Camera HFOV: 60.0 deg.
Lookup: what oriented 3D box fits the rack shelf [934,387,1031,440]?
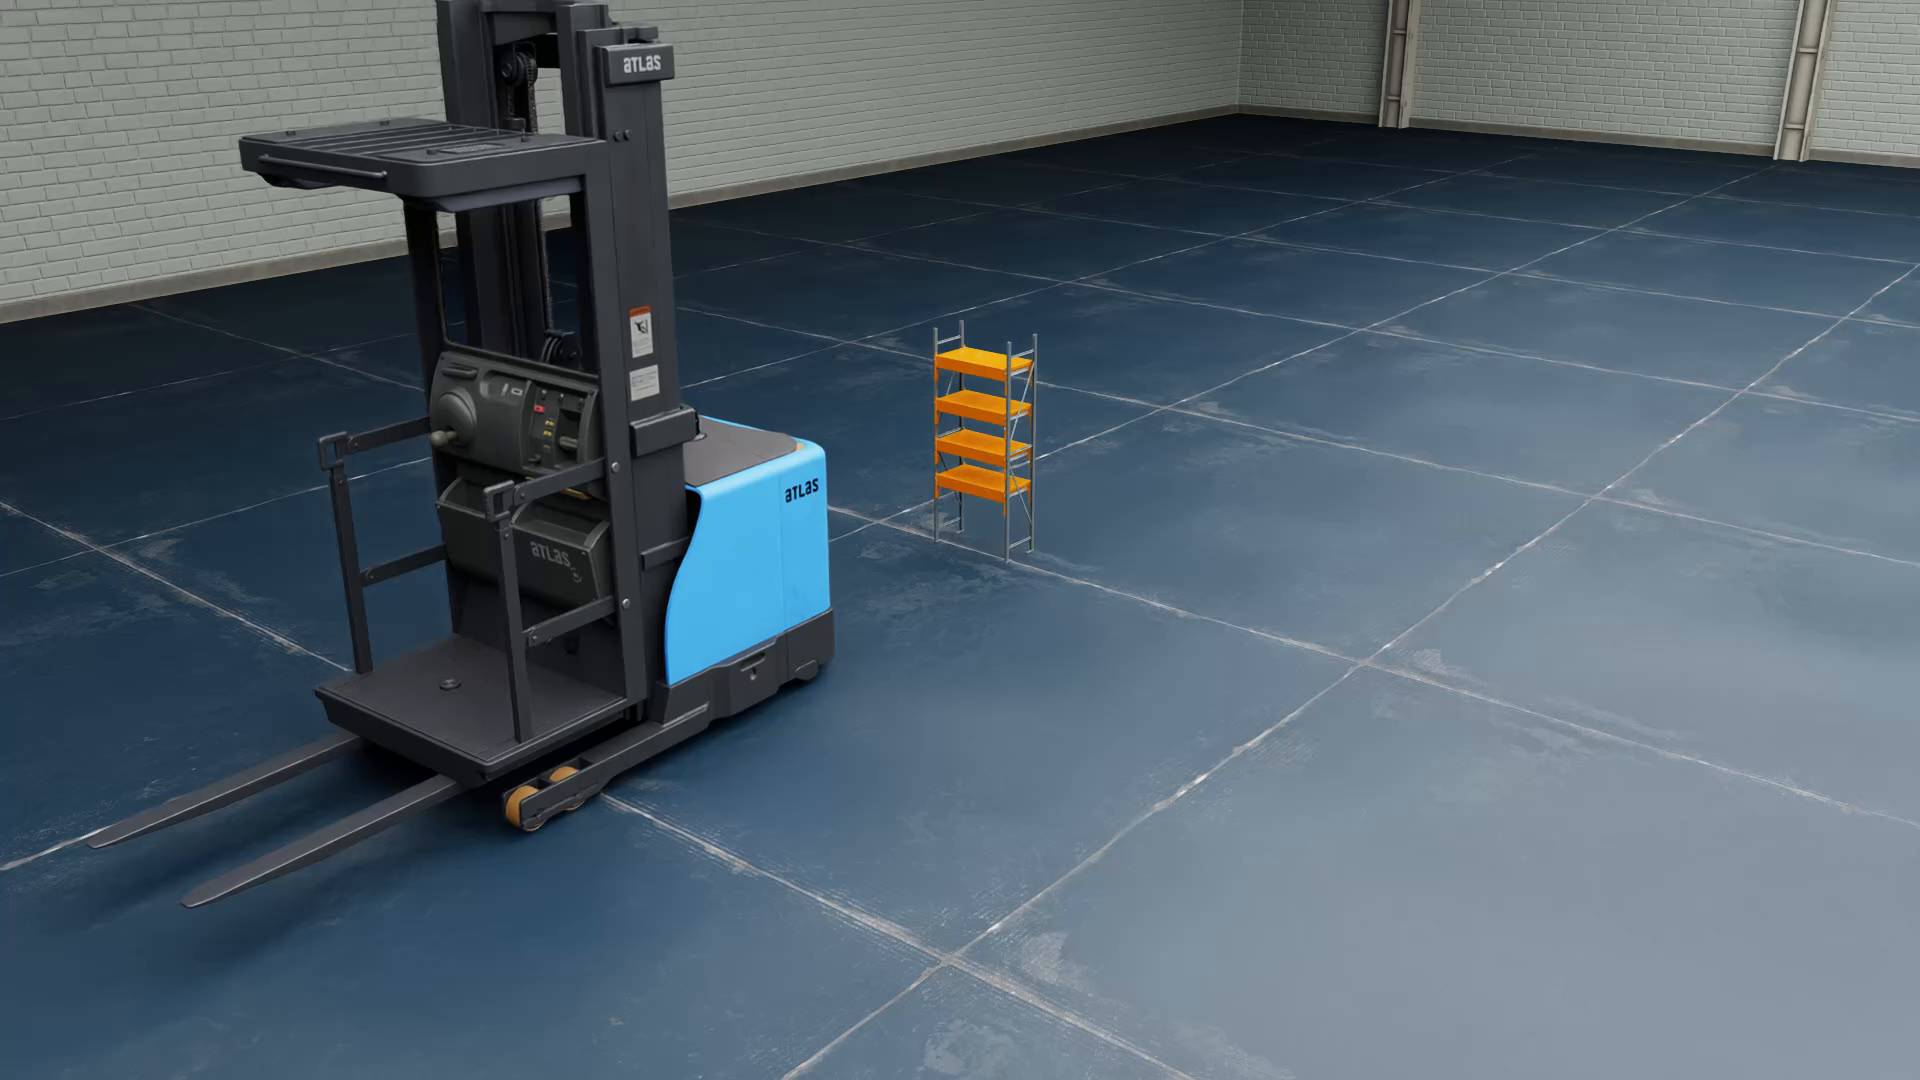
[{"bbox_3d":[0.128,-0.671,8.803,0.480,0.148,0.258,16,26,36],"label":"rack shelf"}]

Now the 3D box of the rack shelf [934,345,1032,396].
[{"bbox_3d":[0.128,-0.892,8.720,0.480,0.148,0.258,16,26,36],"label":"rack shelf"}]

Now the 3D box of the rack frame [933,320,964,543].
[{"bbox_3d":[-0.061,-0.579,9.003,0.015,1.200,0.240,16,26,36],"label":"rack frame"}]

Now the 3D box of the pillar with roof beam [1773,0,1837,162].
[{"bbox_3d":[8.939,-8.379,18.634,0.400,9.000,9.100,16,26,36],"label":"pillar with roof beam"}]

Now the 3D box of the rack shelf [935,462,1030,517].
[{"bbox_3d":[0.128,-0.276,8.952,0.480,0.148,0.258,16,26,36],"label":"rack shelf"}]

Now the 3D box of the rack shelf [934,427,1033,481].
[{"bbox_3d":[0.128,-0.462,8.882,0.480,0.148,0.258,16,26,36],"label":"rack shelf"}]

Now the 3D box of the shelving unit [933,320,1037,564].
[{"bbox_3d":[0.128,-0.524,8.859,0.503,1.200,0.258,16,26,36],"label":"shelving unit"}]

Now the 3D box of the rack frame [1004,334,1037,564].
[{"bbox_3d":[0.317,-0.470,8.714,0.015,1.200,0.240,16,26,36],"label":"rack frame"}]

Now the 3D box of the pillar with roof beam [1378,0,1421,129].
[{"bbox_3d":[4.291,-9.717,22.183,0.400,9.000,9.100,16,26,36],"label":"pillar with roof beam"}]

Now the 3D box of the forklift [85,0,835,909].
[{"bbox_3d":[-1.855,-0.471,6.263,1.130,2.935,3.031,15,25,34],"label":"forklift"}]
